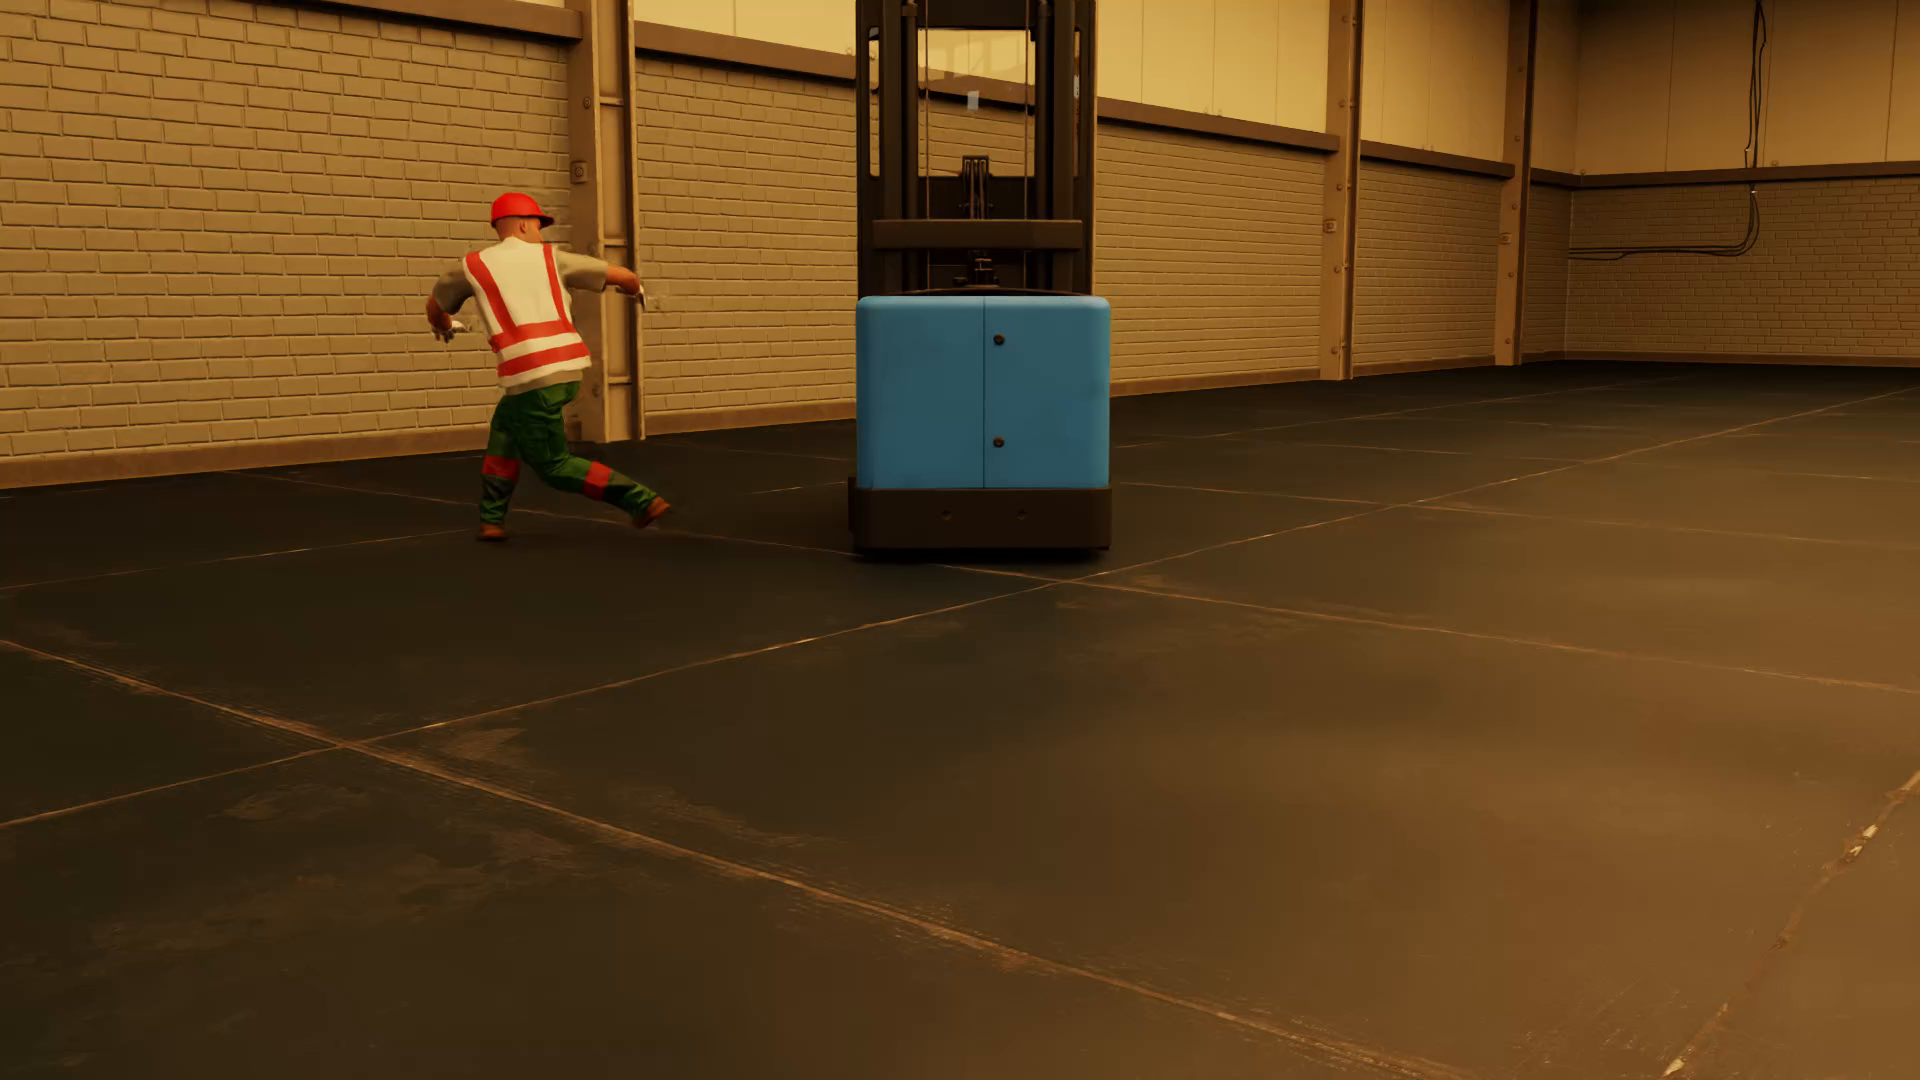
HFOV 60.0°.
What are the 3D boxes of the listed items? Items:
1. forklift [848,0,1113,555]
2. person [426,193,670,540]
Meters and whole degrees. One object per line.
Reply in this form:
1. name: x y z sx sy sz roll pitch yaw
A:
1. forklift: 0.058 -1.565 7.975 1.130 2.935 3.031 0 8 -1
2. person: -1.836 -0.755 7.418 1.147 1.549 0.911 8 11 43
